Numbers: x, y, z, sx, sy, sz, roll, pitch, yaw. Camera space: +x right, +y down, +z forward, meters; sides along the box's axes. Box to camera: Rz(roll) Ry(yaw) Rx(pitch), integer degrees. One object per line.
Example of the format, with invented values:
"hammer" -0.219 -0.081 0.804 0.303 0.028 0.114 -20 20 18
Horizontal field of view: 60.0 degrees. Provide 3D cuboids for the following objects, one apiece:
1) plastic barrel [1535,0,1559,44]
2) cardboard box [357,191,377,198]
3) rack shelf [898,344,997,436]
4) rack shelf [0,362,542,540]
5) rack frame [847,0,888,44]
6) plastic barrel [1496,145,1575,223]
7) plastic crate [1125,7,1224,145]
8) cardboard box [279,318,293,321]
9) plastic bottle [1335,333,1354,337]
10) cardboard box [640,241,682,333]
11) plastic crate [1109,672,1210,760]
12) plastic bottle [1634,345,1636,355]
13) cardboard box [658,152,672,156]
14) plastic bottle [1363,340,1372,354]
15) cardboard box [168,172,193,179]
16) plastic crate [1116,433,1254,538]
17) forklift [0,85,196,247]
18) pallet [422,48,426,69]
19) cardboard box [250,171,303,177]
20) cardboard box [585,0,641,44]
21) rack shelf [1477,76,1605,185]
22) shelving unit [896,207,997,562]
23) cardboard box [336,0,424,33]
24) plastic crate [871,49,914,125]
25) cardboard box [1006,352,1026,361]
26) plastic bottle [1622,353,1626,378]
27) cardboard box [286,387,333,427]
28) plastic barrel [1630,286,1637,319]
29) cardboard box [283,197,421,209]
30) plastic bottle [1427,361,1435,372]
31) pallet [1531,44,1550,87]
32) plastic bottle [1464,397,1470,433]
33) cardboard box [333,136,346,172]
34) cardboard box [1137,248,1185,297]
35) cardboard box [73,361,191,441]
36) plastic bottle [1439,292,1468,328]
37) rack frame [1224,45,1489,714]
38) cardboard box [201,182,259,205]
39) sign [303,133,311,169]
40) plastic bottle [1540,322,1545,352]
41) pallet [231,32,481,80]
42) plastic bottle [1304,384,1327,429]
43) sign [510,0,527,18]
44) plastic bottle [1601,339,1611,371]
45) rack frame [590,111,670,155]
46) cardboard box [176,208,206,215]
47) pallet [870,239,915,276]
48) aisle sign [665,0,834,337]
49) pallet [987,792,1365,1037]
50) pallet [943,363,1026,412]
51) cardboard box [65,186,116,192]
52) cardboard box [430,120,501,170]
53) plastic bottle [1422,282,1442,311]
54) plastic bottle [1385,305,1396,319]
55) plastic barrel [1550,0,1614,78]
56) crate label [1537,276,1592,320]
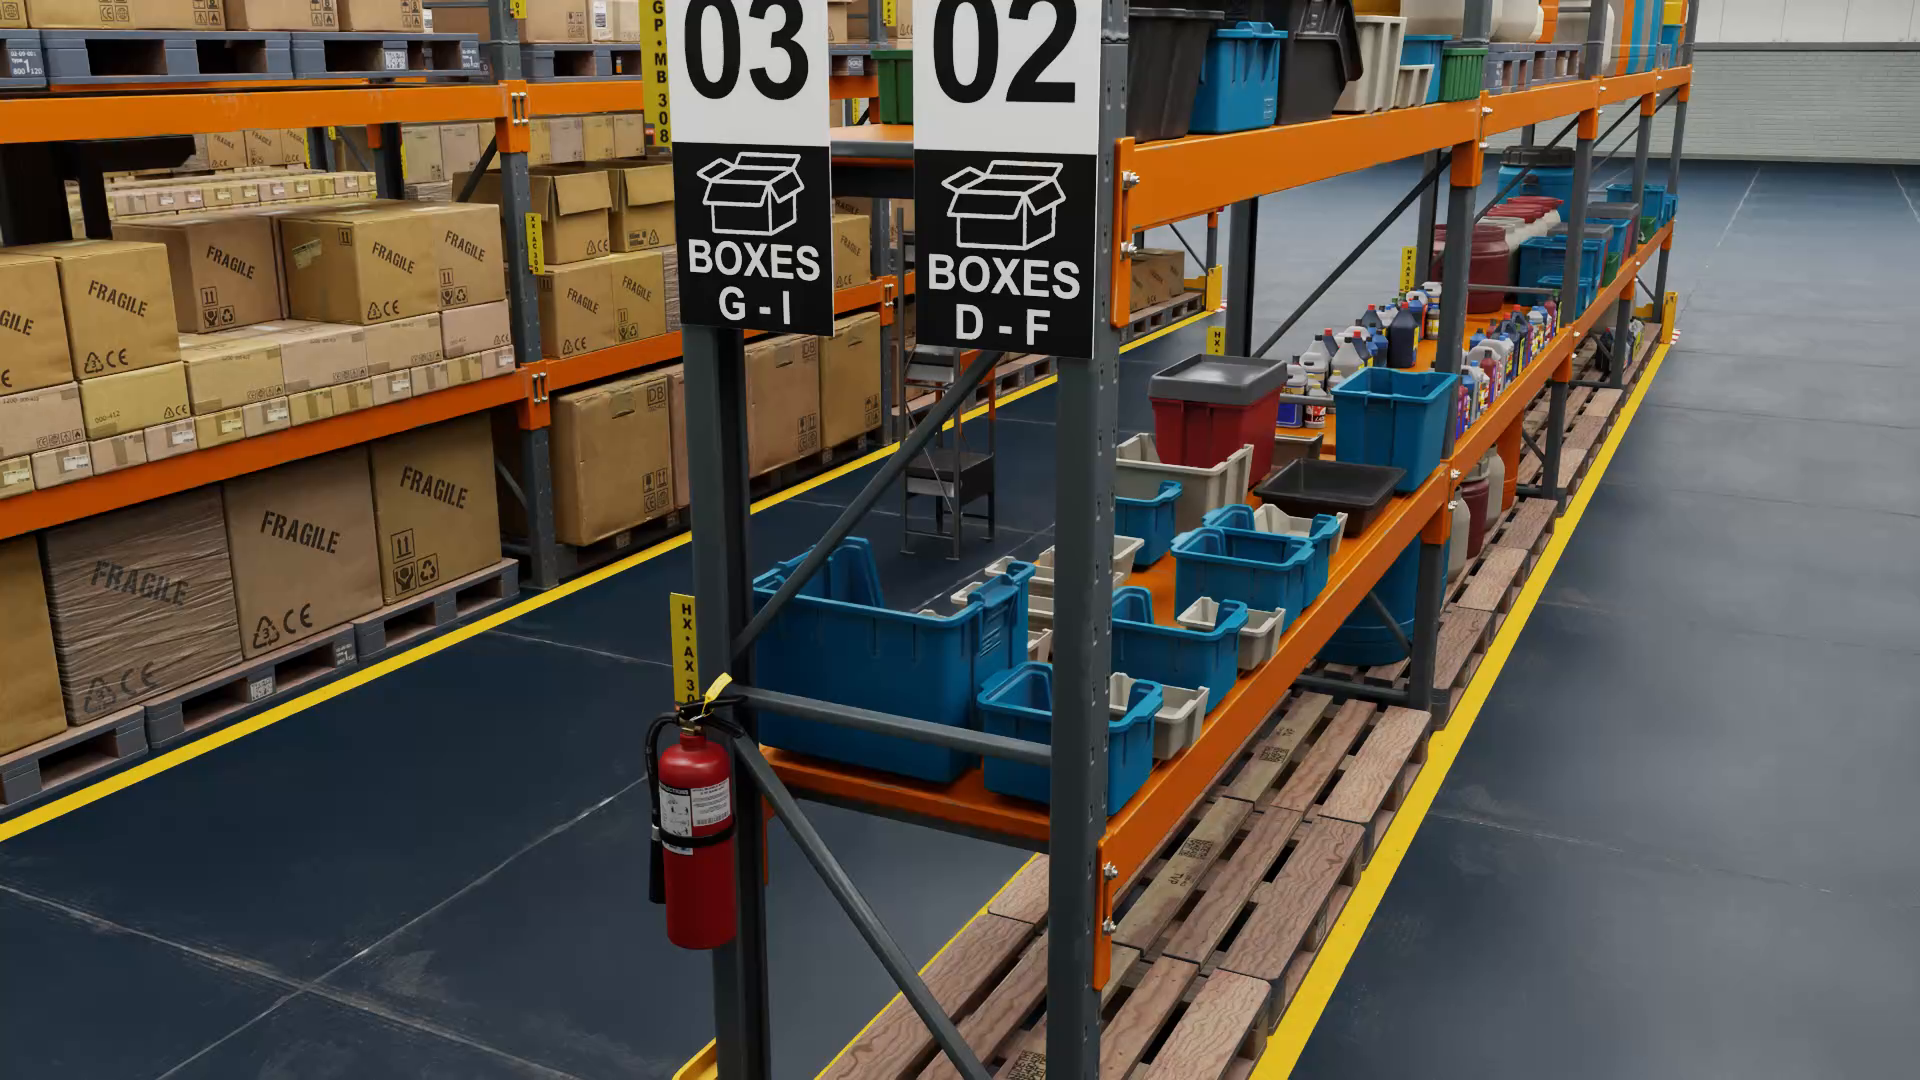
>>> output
"plastic barrel" 3.170 -3.306 9.626 0.600 0.830 0.708 8 18 25
"cardboard box" -5.211 -2.932 14.308 0.380 0.149 0.250 9 19 27
"rack shelf" -0.074 -0.951 10.087 0.431 0.518 0.480 8 18 25
"rack shelf" -3.686 -0.362 7.738 1.077 0.370 4.000 8 18 25
"rack frame" -1.005 -5.111 11.927 1.000 3.000 0.127 8 18 25
"plastic barrel" 4.770 -2.804 13.817 0.600 0.901 0.708 8 18 25
"plastic crate" 0.273 -1.005 3.601 0.497 0.269 0.590 8 18 25
"cardboard box" -3.463 -1.075 8.615 0.500 0.250 0.500 8 18 25
"plastic bottle" 1.974 -0.924 8.585 0.152 0.276 0.135 8 18 25
"cardboard box" -1.915 -1.605 10.485 0.500 0.500 0.500 8 18 24
"plastic crate" 0.473 0.438 4.138 0.250 0.136 0.298 8 18 25
"plastic bottle" 6.177 -1.763 15.335 0.097 0.201 0.097 0 17 0
"cardboard box" -1.640 -2.414 11.447 0.797 0.503 0.637 9 19 27
"plastic bottle" 2.034 -0.876 8.433 0.097 0.271 0.097 0 17 0
"cardboard box" -8.794 -4.041 18.567 0.380 0.149 0.250 9 19 27
"plastic crate" 0.791 -0.193 6.007 0.437 0.282 0.530 8 18 25
"forklift" -5.172 -1.344 9.903 1.130 2.935 3.031 8 18 25
"pallet" -5.157 -4.410 15.167 1.213 0.211 1.003 9 19 28
"cardboard box" -5.895 -3.096 14.339 0.380 0.149 0.250 8 18 24
"cardboard box" -2.222 -3.081 9.779 0.500 0.311 0.500 7 18 23
"rack shelf" 2.532 -2.189 8.620 1.077 0.370 4.000 8 18 25
"shelving unit" -0.074 -0.964 10.083 0.431 2.100 0.503 8 18 25
"cardboard box" -3.088 -2.744 8.139 0.700 0.500 0.500 7 18 22
"plastic crate" 0.036 -1.191 4.370 0.450 0.188 0.336 8 18 25
"cardboard box" 0.259 -1.994 15.587 0.700 0.500 0.500 8 18 25
"plastic bottle" 5.748 -1.552 14.501 0.097 0.271 0.097 0 17 0
"cardboard box" -3.209 -0.649 7.883 0.380 0.149 0.250 8 18 24
"plastic barrel" 6.775 -2.474 17.218 0.421 0.512 0.421 0 17 0
"cardboard box" -3.235 -1.557 8.922 0.500 0.500 0.500 8 18 25
"plastic bottle" 2.104 -0.621 7.434 0.144 0.351 0.185 8 18 25
"pallet" 2.406 -2.435 8.517 1.003 0.211 1.213 8 18 25
"plastic bottle" 2.279 -0.596 7.611 0.097 0.201 0.097 0 17 0
"cardboard box" -7.637 -4.782 20.658 0.500 0.500 0.500 8 18 25
"cardboard box" 2.276 -3.119 19.410 0.500 0.500 0.500 12 20 36
"cardboard box" -3.670 -0.617 7.074 0.500 0.250 0.500 7 18 24
"plastic bottle" 3.079 -1.457 10.380 0.152 0.276 0.135 8 18 25
"rack frame" 1.639 -0.586 7.229 1.000 3.000 0.127 8 18 25
"cardboard box" -5.786 -2.746 13.159 0.380 0.149 0.250 9 19 28
"sign" -5.895 -3.517 15.063 0.100 0.325 0.005 8 18 25
"plastic bottle" 3.325 -1.192 9.619 0.097 0.201 0.097 0 17 0
"pallet" -3.167 -2.405 8.239 1.003 0.211 1.213 8 18 25
"plastic bottle" 1.645 -0.621 7.697 0.097 0.201 0.097 0 17 0
"sign" -2.295 -2.870 8.603 0.100 0.325 0.005 8 18 25
"plastic bottle" 5.772 -1.657 14.834 0.061 0.283 0.133 8 18 25
"rack frame" -3.610 -3.911 18.423 1.000 3.000 0.127 8 18 25
"cardboard box" -6.015 -2.473 12.764 0.380 0.149 0.250 8 18 24
"pallet" -0.782 -2.338 13.465 1.213 0.211 1.003 8 18 25
"aisle sign" -0.443 -0.832 3.493 0.394 0.787 0.004 8 18 25
"pallet" 0.801 1.255 5.929 1.003 0.211 1.213 8 18 25
"pallet" -0.108 -1.407 14.890 1.003 0.211 1.213 8 18 25
"cardboard box" -6.713 -2.629 12.767 0.380 0.149 0.250 7 18 24
"cardboard box" -4.736 -3.792 16.092 0.700 0.500 0.500 8 18 25
"plastic bottle" 2.943 -1.476 10.445 0.152 0.276 0.135 8 18 25
"plastic bottle" 2.454 -1.213 9.565 0.097 0.271 0.097 0 17 0
"plastic barrel" 3.839 -3.137 10.352 0.421 0.512 0.421 0 17 0
"crate label" 3.949 -1.584 10.884 0.303 0.233 0.416 8 18 25
